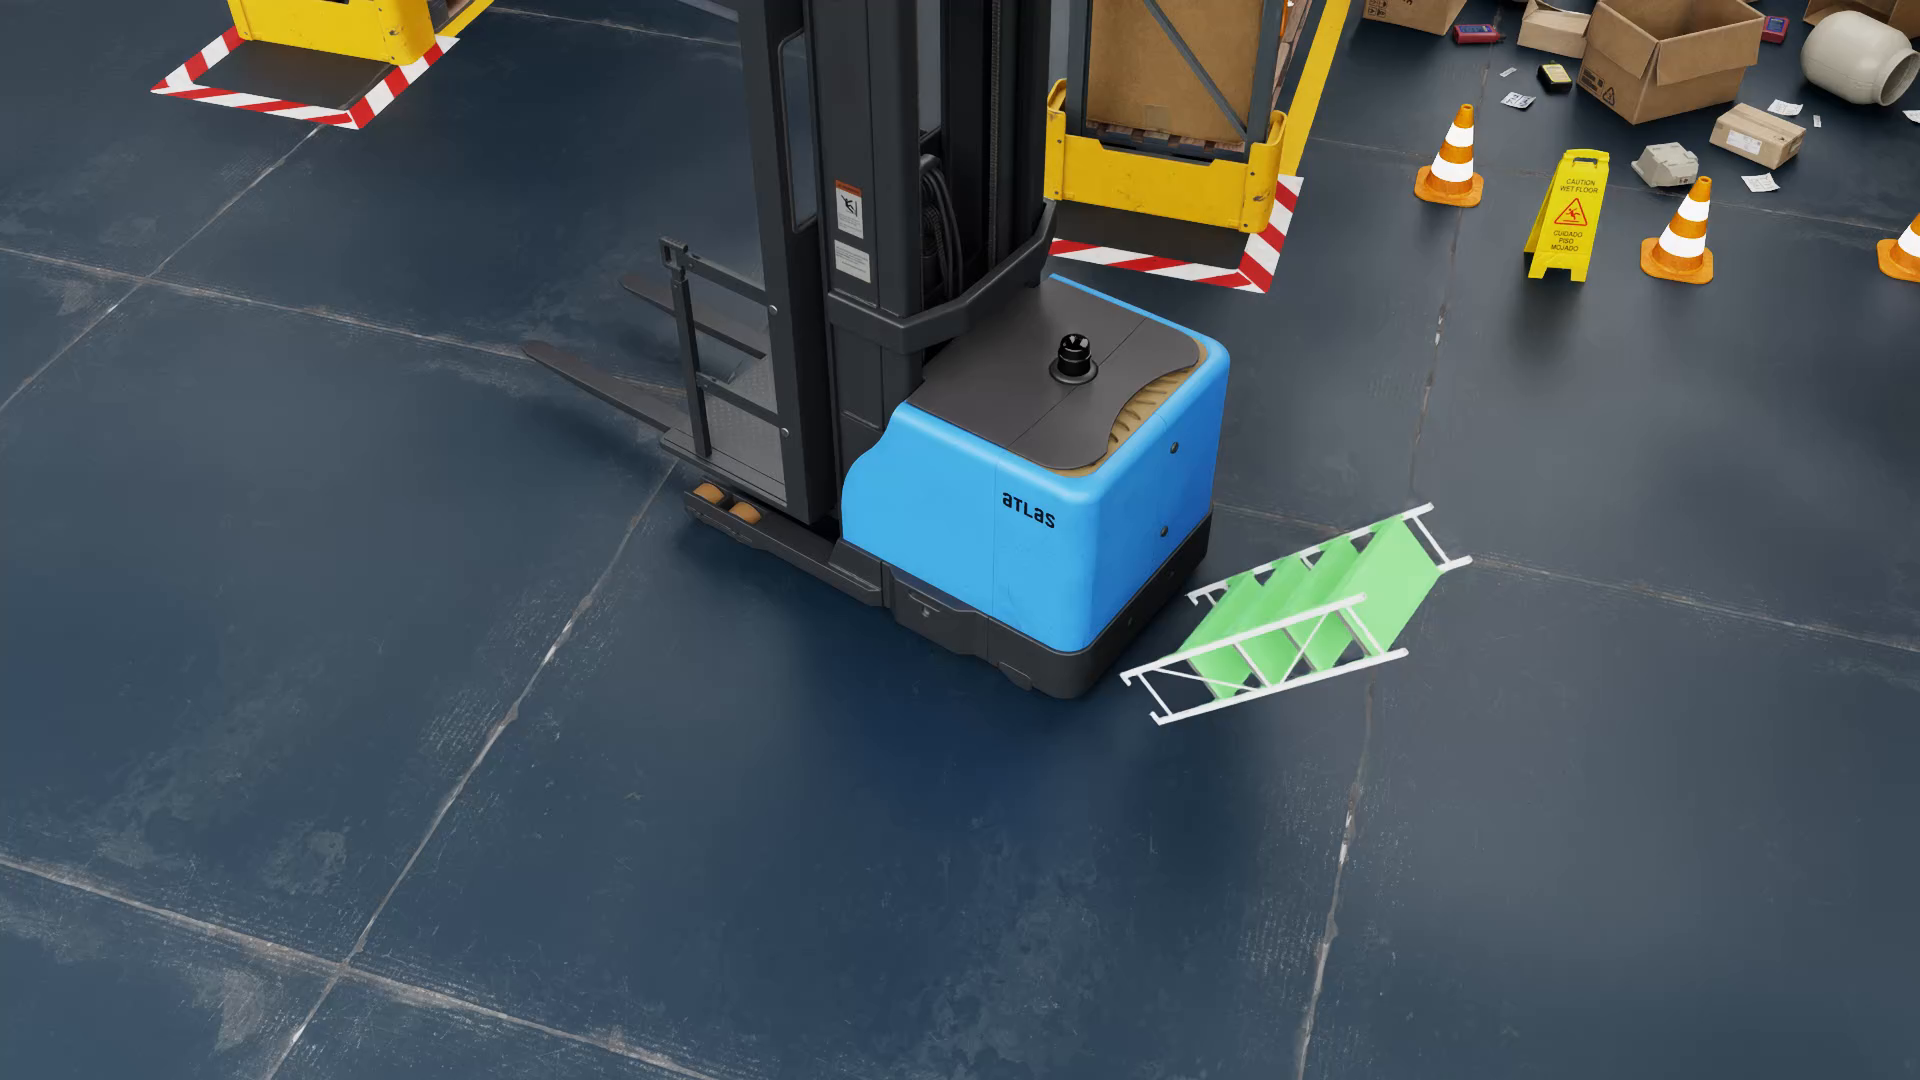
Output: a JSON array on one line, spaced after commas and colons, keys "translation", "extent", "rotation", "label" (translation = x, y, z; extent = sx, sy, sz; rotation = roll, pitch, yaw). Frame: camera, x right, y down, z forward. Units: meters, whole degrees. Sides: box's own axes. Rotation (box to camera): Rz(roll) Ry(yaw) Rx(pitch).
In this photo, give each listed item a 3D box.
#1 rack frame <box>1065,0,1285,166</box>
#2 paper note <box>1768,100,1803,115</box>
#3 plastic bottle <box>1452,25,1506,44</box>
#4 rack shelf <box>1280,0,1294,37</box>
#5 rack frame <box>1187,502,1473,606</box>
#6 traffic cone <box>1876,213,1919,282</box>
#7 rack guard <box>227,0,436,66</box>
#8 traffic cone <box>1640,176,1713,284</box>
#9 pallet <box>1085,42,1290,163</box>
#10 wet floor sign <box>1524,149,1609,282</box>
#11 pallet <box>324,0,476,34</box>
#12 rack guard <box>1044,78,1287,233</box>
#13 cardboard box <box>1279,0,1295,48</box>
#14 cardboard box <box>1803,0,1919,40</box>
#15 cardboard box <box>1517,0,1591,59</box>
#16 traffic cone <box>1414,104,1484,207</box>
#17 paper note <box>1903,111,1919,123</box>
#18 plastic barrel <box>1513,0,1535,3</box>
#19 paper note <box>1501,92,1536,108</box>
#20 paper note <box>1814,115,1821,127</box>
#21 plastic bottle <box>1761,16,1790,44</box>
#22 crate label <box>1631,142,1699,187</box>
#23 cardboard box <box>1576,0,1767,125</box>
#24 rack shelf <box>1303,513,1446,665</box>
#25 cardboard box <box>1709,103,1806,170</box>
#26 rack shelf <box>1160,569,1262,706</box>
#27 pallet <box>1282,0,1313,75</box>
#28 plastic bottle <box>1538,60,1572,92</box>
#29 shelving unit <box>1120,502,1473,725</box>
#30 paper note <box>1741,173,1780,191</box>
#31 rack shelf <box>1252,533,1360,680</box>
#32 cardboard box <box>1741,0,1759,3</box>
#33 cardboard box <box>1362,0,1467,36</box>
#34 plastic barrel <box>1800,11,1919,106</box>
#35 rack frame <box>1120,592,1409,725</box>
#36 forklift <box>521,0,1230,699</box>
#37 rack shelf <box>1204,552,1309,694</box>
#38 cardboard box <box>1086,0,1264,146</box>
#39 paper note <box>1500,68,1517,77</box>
[{"translation": [1.019, -2.848, 7.515], "extent": [1.000, 3.000, 0.127], "rotation": [13, 46, 13], "label": "rack frame"}, {"translation": [4.556, -2.388, 9.176], "extent": [0.148, 0.019, 0.142], "rotation": [28, 51, 26], "label": "paper note"}, {"translation": [3.041, -2.962, 9.733], "extent": [0.283, 0.061, 0.133], "rotation": [-2, 44, -2], "label": "plastic bottle"}, {"translation": [1.625, -3.924, 9.129], "extent": [1.077, 0.370, 4.000], "rotation": [13, 46, 13], "label": "rack shelf"}, {"translation": [1.258, 0.136, 5.829], "extent": [0.240, 1.200, 0.015], "rotation": [52, 54, -9], "label": "rack frame"}, {"translation": [4.668, -1.520, 7.972], "extent": [0.336, 0.463, 0.334], "rotation": [13, 46, 13], "label": "traffic cone"}, {"translation": [-3.655, -3.123, 9.584], "extent": [1.175, 0.500, 0.348], "rotation": [13, 46, 13], "label": "rack guard"}, {"translation": [3.507, -1.528, 7.981], "extent": [0.336, 0.463, 0.334], "rotation": [13, 46, 13], "label": "traffic cone"}, {"translation": [1.186, -2.401, 9.052], "extent": [1.003, 0.211, 1.213], "rotation": [13, 46, 13], "label": "pallet"}, {"translation": [2.897, -1.568, 7.891], "extent": [0.267, 0.644, 0.232], "rotation": [5, 45, 5], "label": "wet floor sign"}, {"translation": [-3.375, -3.554, 10.231], "extent": [1.003, 0.211, 1.213], "rotation": [13, 46, 13], "label": "pallet"}, {"translation": [1.012, -1.938, 8.373], "extent": [1.175, 0.500, 0.348], "rotation": [13, 46, 13], "label": "rack guard"}, {"translation": [1.426, -3.291, 9.188], "extent": [0.875, 0.875, 0.875], "rotation": [12, 46, 12], "label": "cardboard box"}, {"translation": [5.357, -3.214, 9.676], "extent": [0.500, 0.500, 0.500], "rotation": [-24, 49, -22], "label": "cardboard box"}, {"translation": [3.465, -3.001, 9.627], "extent": [0.396, 0.266, 0.258], "rotation": [20, 48, 19], "label": "cardboard box"}, {"translation": [2.533, -1.994, 8.457], "extent": [0.336, 0.463, 0.334], "rotation": [13, 46, 13], "label": "traffic cone"}, {"translation": [5.264, -2.319, 9.098], "extent": [0.142, 0.019, 0.148], "rotation": [-2, 44, -2], "label": "paper note"}, {"translation": [3.349, -3.512, 10.036], "extent": [0.421, 0.421, 0.512], "rotation": [-24, 49, -22], "label": "plastic barrel"}, {"translation": [3.099, -2.444, 9.227], "extent": [0.144, 0.017, 0.142], "rotation": [28, 51, 26], "label": "paper note"}, {"translation": [4.681, -2.287, 9.080], "extent": [0.032, 0.001, 0.123], "rotation": [13, 46, 13], "label": "paper note"}, {"translation": [4.800, -3.020, 9.792], "extent": [0.133, 0.061, 0.283], "rotation": [20, 48, 19], "label": "plastic bottle"}, {"translation": [3.686, -1.949, 8.644], "extent": [0.250, 0.136, 0.298], "rotation": [-9, 45, -9], "label": "crate label"}, {"translation": [3.886, -2.681, 9.130], "extent": [0.797, 0.503, 0.637], "rotation": [-16, 47, -16], "label": "cardboard box"}, {"translation": [1.339, 0.165, 5.355], "extent": [0.258, 0.148, 0.480], "rotation": [52, 54, -9], "label": "rack shelf"}, {"translation": [4.239, -2.149, 8.840], "extent": [0.250, 0.149, 0.380], "rotation": [-33, 53, -29], "label": "cardboard box"}, {"translation": [0.954, 0.357, 5.932], "extent": [0.258, 0.148, 0.480], "rotation": [52, 54, -9], "label": "rack shelf"}, {"translation": [1.558, -3.211, 9.881], "extent": [1.003, 0.211, 1.213], "rotation": [13, 46, 13], "label": "pallet"}, {"translation": [3.349, -2.626, 9.390], "extent": [0.133, 0.061, 0.283], "rotation": [-2, 44, -2], "label": "plastic bottle"}, {"translation": [1.116, 0.276, 5.688], "extent": [0.258, 1.200, 0.503], "rotation": [52, 54, -9], "label": "shelving unit"}, {"translation": [4.156, -1.857, 8.626], "extent": [0.148, 0.019, 0.142], "rotation": [-2, 44, -2], "label": "paper note"}, {"translation": [1.211, 0.229, 5.547], "extent": [0.258, 0.148, 0.480], "rotation": [52, 54, -9], "label": "rack shelf"}, {"translation": [4.686, -3.467, 10.103], "extent": [0.258, 0.266, 0.396], "rotation": [-16, 47, -16], "label": "cardboard box"}, {"translation": [2.738, -3.369, 9.834], "extent": [0.500, 0.500, 0.500], "rotation": [20, 48, 19], "label": "cardboard box"}, {"translation": [4.950, -2.643, 9.149], "extent": [0.421, 0.421, 0.512], "rotation": [-24, 49, -22], "label": "plastic barrel"}, {"translation": [0.975, 0.416, 5.547], "extent": [0.240, 1.200, 0.015], "rotation": [52, 54, -9], "label": "rack frame"}, {"translation": [-0.510, -1.306, 5.989], "extent": [3.031, 2.935, 1.130], "rotation": [27, 50, 25], "label": "forklift"}, {"translation": [1.082, 0.293, 5.740], "extent": [0.258, 0.148, 0.480], "rotation": [52, 54, -9], "label": "rack shelf"}, {"translation": [1.161, -2.704, 8.588], "extent": [0.875, 0.875, 0.875], "rotation": [13, 46, 13], "label": "cardboard box"}, {"translation": [3.120, -2.663, 9.464], "extent": [0.123, 0.001, 0.032], "rotation": [-33, 53, -29], "label": "paper note"}]
